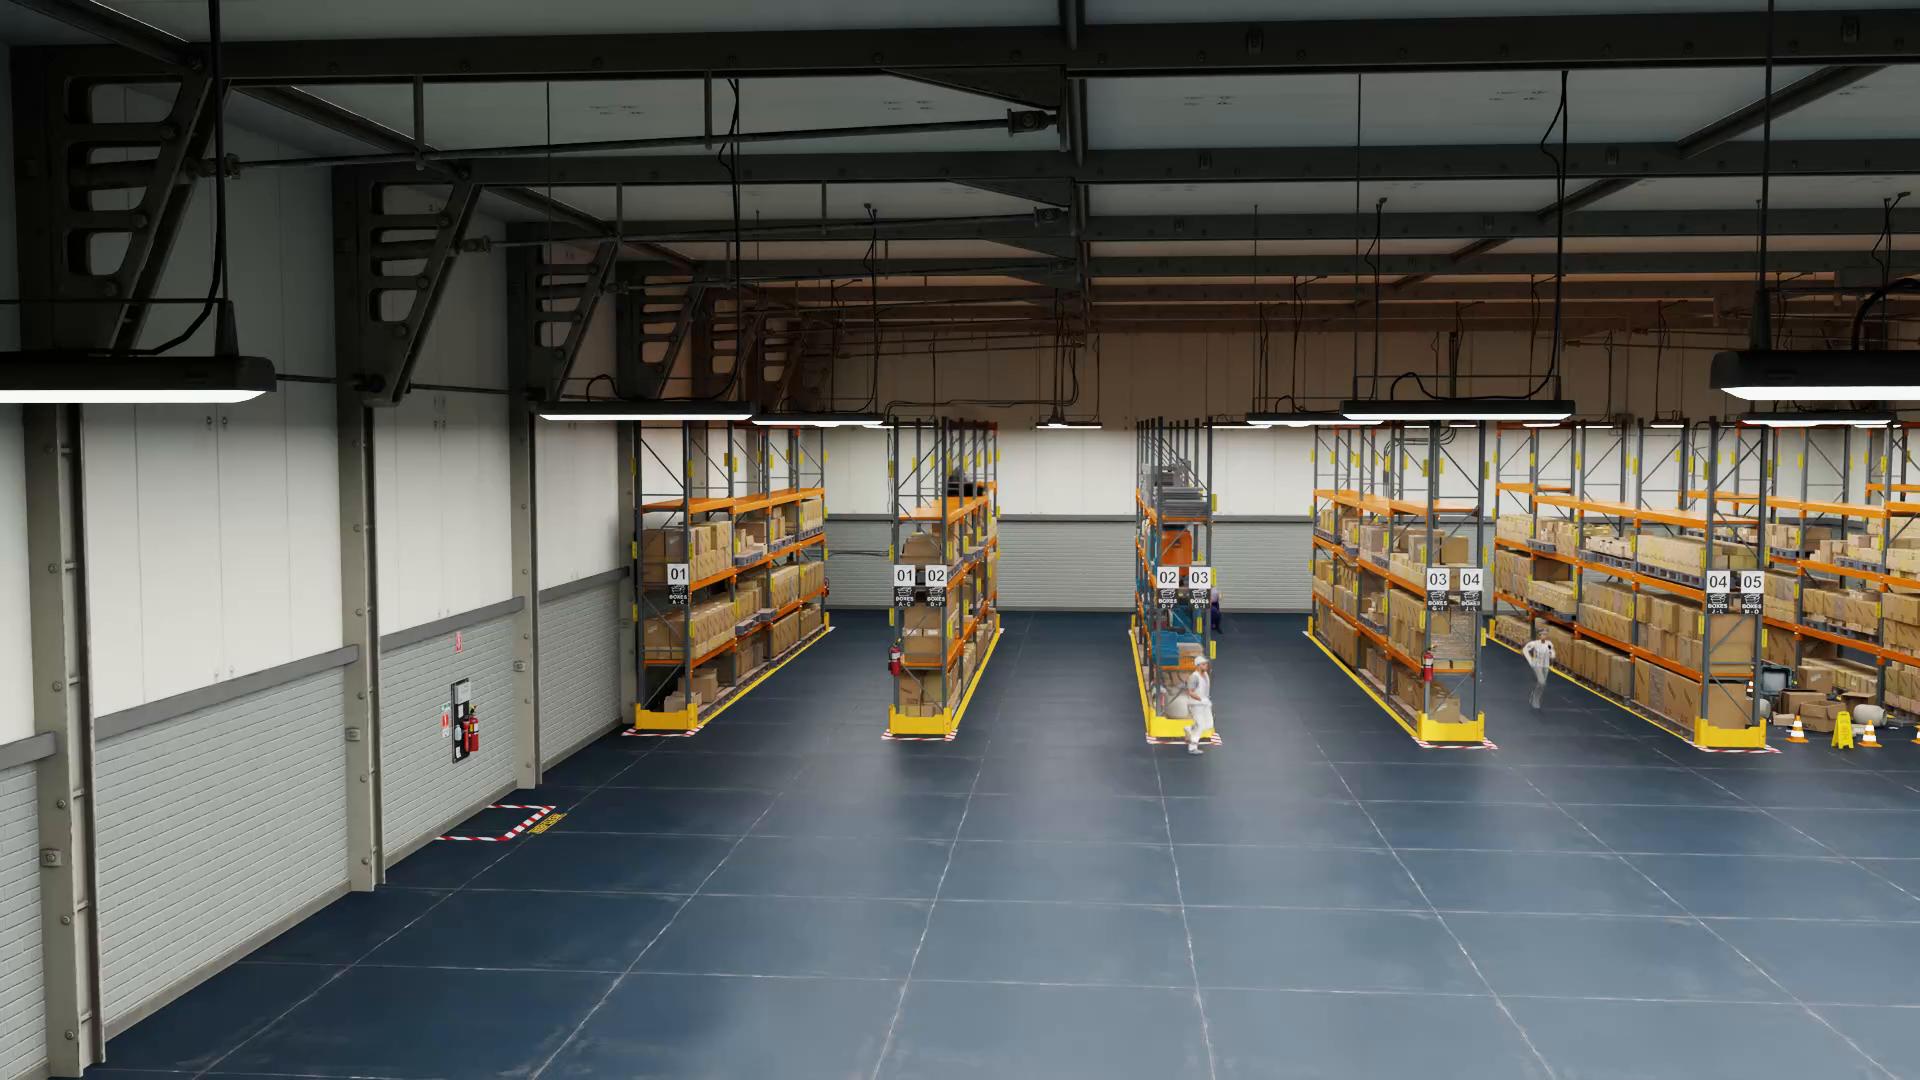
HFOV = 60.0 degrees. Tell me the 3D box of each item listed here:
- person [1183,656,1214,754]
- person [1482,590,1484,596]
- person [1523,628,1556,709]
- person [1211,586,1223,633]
[{"bbox_3d":[4.258,2.931,29.560,0.675,1.744,0.684,3,5,39],"label":"person"},{"bbox_3d":[14.607,1.831,47.501,0.742,1.638,0.711,-1,4,-10],"label":"person"},{"bbox_3d":[12.001,2.642,34.352,0.600,1.688,0.708,-1,4,-10],"label":"person"},{"bbox_3d":[7.172,1.870,47.326,0.758,1.620,0.717,-3,5,-37],"label":"person"}]
